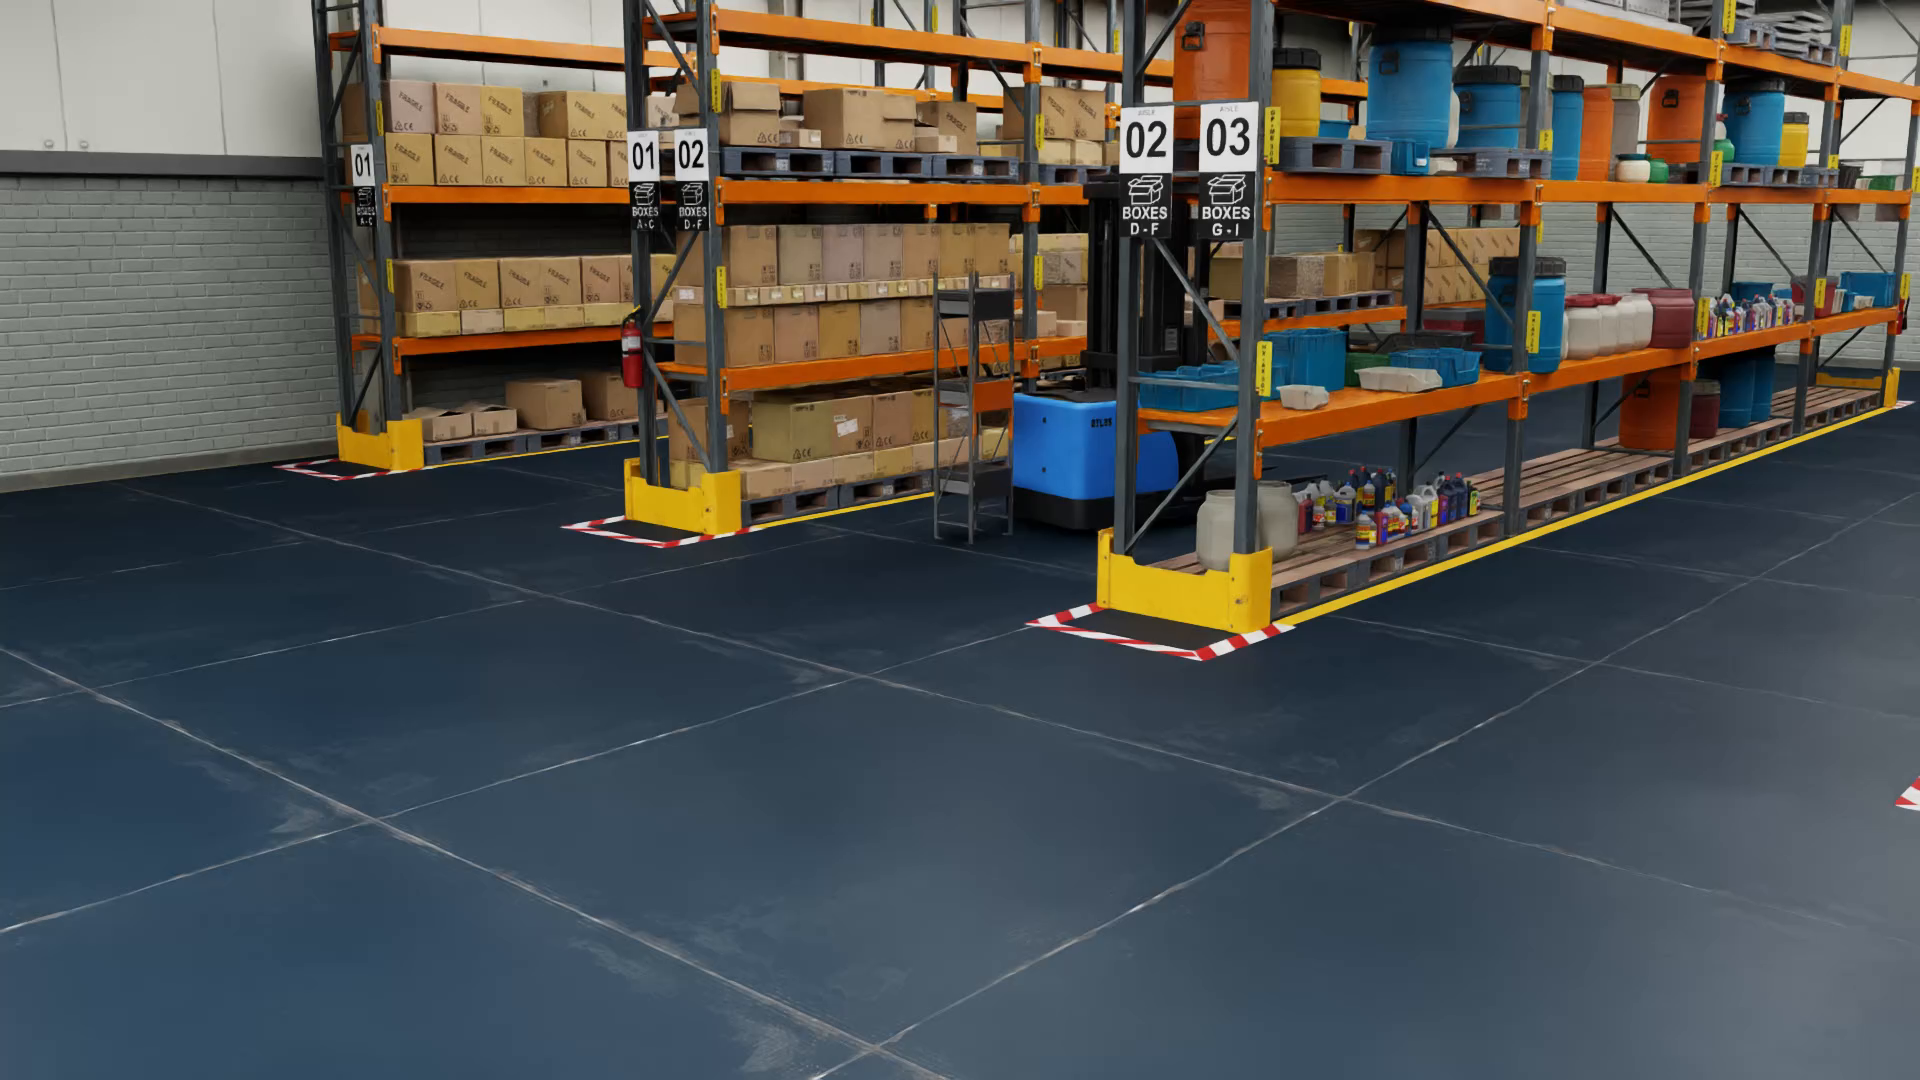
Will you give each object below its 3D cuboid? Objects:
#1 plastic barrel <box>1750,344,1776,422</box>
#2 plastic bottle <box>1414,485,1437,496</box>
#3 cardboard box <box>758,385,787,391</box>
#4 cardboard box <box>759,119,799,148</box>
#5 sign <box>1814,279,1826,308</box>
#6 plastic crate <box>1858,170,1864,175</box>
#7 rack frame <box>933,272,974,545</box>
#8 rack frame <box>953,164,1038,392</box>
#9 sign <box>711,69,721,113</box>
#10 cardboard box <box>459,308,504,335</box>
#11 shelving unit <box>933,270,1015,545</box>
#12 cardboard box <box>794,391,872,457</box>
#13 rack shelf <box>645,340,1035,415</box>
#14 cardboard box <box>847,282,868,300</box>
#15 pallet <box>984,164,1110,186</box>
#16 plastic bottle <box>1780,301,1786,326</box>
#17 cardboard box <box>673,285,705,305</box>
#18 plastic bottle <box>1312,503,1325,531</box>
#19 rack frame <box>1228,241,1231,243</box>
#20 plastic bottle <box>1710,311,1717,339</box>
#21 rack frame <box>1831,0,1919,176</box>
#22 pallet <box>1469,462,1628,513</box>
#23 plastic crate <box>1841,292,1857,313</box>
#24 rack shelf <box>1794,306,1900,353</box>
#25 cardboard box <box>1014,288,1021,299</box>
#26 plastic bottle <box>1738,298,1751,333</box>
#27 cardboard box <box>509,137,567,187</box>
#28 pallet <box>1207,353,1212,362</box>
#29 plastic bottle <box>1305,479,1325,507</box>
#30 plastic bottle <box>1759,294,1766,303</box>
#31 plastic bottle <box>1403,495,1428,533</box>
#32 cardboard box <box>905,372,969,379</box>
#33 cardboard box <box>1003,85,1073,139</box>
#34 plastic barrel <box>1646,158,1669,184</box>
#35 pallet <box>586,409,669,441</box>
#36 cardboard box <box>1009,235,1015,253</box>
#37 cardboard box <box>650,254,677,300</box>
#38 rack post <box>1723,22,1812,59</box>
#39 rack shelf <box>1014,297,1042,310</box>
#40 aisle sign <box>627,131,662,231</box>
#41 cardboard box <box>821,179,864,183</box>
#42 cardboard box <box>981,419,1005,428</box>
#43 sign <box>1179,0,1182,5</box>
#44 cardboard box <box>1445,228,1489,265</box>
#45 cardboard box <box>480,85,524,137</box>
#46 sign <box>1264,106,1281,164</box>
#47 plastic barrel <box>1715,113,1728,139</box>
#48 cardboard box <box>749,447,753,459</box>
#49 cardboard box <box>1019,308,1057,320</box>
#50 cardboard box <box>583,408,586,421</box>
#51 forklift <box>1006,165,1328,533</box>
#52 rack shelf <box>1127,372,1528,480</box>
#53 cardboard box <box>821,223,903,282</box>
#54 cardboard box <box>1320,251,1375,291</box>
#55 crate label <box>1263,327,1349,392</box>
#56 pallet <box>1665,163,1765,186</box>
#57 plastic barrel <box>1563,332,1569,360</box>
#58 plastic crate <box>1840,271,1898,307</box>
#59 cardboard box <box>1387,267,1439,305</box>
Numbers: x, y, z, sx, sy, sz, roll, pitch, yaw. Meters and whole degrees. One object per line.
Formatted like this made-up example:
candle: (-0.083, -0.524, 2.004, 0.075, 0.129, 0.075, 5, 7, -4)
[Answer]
plastic barrel: (8.969, -1.833, 19.014, 0.600, 0.901, 0.708, 10, 15, 40)
plastic bottle: (3.597, -0.292, 12.845, 0.152, 0.276, 0.135, 10, 15, 40)
cardboard box: (-2.605, -2.020, 20.928, 0.700, 0.500, 0.500, 9, 15, 39)
cardboard box: (-1.737, -3.485, 14.294, 0.500, 0.250, 0.500, 10, 15, 40)
sign: (9.753, -2.798, 18.855, 0.100, 0.325, 0.005, 10, 15, 40)
plastic crate: (11.517, -4.708, 21.802, 0.497, 0.269, 0.590, 10, 15, 40)
rack frame: (-0.052, -1.018, 12.948, 0.400, 2.100, 0.015, 10, 15, 40)
rack frame: (0.341, -2.198, 16.556, 1.000, 3.000, 0.127, 10, 15, 40)
sign: (-1.886, -3.475, 12.859, 0.100, 0.325, 0.005, 10, 15, 40)
cardboard box: (-5.130, -2.294, 17.372, 0.500, 0.250, 0.500, 9, 15, 39)
shelving unit: (0.109, -1.054, 13.127, 0.431, 2.100, 0.503, 10, 15, 40)
cardboard box: (-1.129, -1.034, 14.761, 0.500, 0.500, 0.500, 10, 15, 40)
rack shelf: (-0.979, -1.551, 15.153, 1.077, 0.370, 4.000, 10, 15, 40)
cardboard box: (-1.030, -2.196, 14.636, 0.380, 0.149, 0.250, 10, 15, 40)
pallet: (0.914, -3.706, 16.939, 0.805, 0.209, 1.217, 9, 14, 38)
plastic bottle: (9.082, -2.519, 18.483, 0.152, 0.276, 0.135, 10, 15, 40)
cardboard box: (-2.190, -2.057, 13.941, 0.380, 0.149, 0.250, 9, 15, 39)
plastic bottle: (2.687, -0.179, 12.471, 0.097, 0.201, 0.097, 0, 11, 0)
rack frame: (4.539, -4.603, 28.599, 1.000, 3.000, 0.127, 10, 15, 40)
plastic bottle: (7.534, -2.174, 16.756, 0.152, 0.276, 0.135, 10, 15, 40)
rack frame: (11.981, -6.264, 21.599, 1.000, 3.000, 0.127, 10, 15, 40)
pallet: (5.354, -0.490, 15.126, 1.003, 0.211, 1.213, 10, 15, 40)
plastic crate: (10.818, -2.934, 20.518, 0.416, 0.233, 0.300, 10, 15, 40)
rack shelf: (10.661, -2.675, 20.783, 1.077, 0.370, 4.000, 10, 15, 40)
cardboard box: (0.654, -3.558, 23.958, 0.380, 0.149, 0.250, 10, 15, 41)
plastic bottle: (8.252, -2.370, 17.544, 0.144, 0.351, 0.185, 10, 15, 40)
cardboard box: (-4.555, -4.029, 17.758, 0.500, 0.500, 0.500, 11, 16, 44)
pallet: (4.070, -3.108, 28.233, 1.003, 0.211, 1.213, 10, 15, 40)
plastic bottle: (2.687, -0.291, 12.648, 0.144, 0.351, 0.185, 11, 15, 43)
plastic bottle: (8.871, -2.551, 18.449, 0.144, 0.351, 0.185, 10, 15, 40)
plastic bottle: (3.401, -0.206, 12.413, 0.152, 0.276, 0.135, 10, 15, 41)
cardboard box: (-0.200, -1.395, 16.572, 0.500, 0.500, 0.500, 10, 15, 40)
cardboard box: (0.778, -4.254, 16.591, 0.500, 0.500, 0.500, 10, 15, 41)
plastic barrel: (6.576, -3.497, 15.800, 0.294, 0.245, 0.294, 0, 11, 0)
pallet: (-3.799, -1.367, 19.515, 1.003, 0.211, 1.213, 10, 15, 40)
cardboard box: (0.433, -4.185, 23.527, 0.500, 0.250, 0.500, 10, 15, 41)
cardboard box: (-3.462, -3.032, 19.151, 0.500, 0.500, 0.500, 10, 15, 40)
rack post: (8.100, -5.116, 17.128, 0.954, 0.300, 0.937, -10, 15, -41)
rack shelf: (0.578, -3.368, 24.250, 1.077, 0.370, 4.000, 10, 15, 40)
aisle sign: (-2.563, -2.912, 13.496, 0.394, 0.787, 0.004, 10, 15, 40)
cardboard box: (-1.667, -4.779, 21.505, 0.637, 0.503, 0.797, -10, 15, -40)
cardboard box: (0.397, -1.154, 17.277, 0.500, 0.250, 0.500, 10, 15, 40)
sign: (2.568, -6.294, 19.160, 0.100, 0.325, 0.005, 10, 15, 40)
cardboard box: (7.165, -4.175, 23.646, 0.500, 0.500, 0.500, 10, 15, 42)
cardboard box: (-4.887, -4.439, 17.258, 0.500, 0.500, 0.500, 10, 15, 42)
sign: (1.830, -2.372, 9.746, 0.100, 0.325, 0.005, 10, 15, 40)
plastic barrel: (7.757, -4.169, 17.348, 0.433, 0.535, 0.433, 0, 11, 0)
cardboard box: (-1.846, -0.659, 14.800, 0.500, 0.250, 0.500, 10, 15, 40)
cardboard box: (0.784, -2.285, 17.336, 0.396, 0.266, 0.258, 9, 15, 39)
cardboard box: (-4.453, -1.423, 18.831, 0.380, 0.149, 0.250, 8, 14, 36)
forklift: (1.890, -1.693, 14.204, 3.031, 2.935, 1.130, -8, 14, -34)
rack shelf: (2.739, -0.910, 11.944, 1.077, 0.370, 4.000, 10, 15, 40)
cardboard box: (-0.941, -2.595, 14.979, 0.700, 0.500, 0.500, 10, 15, 40)
cardboard box: (5.141, -3.589, 22.194, 0.700, 0.500, 0.500, 4, 12, 21)
crate label: (2.431, -1.291, 11.928, 0.502, 0.435, 0.616, 10, 15, 40)
pallet: (7.278, -3.623, 16.518, 1.003, 0.211, 1.213, 10, 15, 40)
plastic barrel: (5.049, -1.664, 14.236, 0.301, 0.262, 0.301, 0, 11, 0)
plastic crate: (11.900, -3.296, 21.809, 0.616, 0.435, 0.499, 10, 15, 40)
cardboard box: (6.163, -3.463, 22.638, 0.500, 0.500, 0.500, 10, 15, 42)
